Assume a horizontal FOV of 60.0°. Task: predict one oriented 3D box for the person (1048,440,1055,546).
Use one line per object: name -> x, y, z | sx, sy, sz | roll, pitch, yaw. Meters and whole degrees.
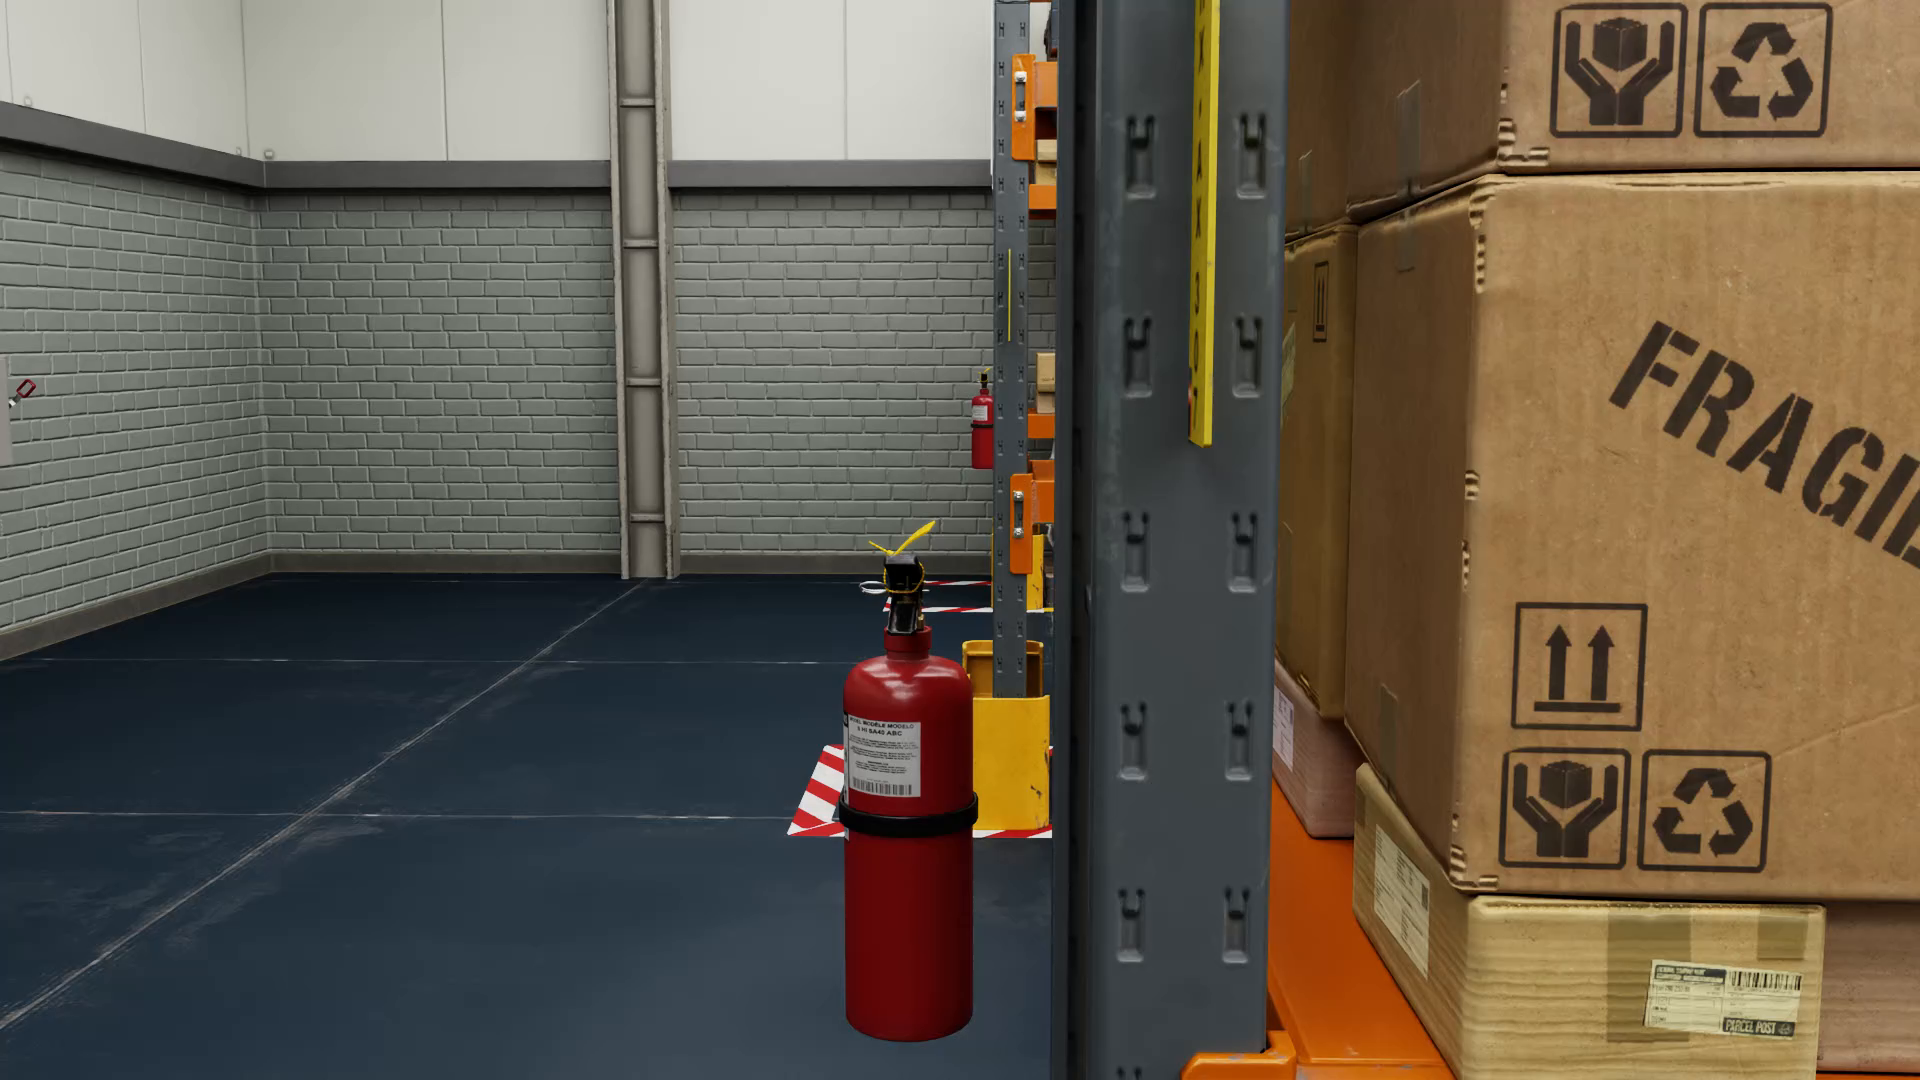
person -> 0.755, -0.089, 8.431 | 0.617, 1.774, 0.450 | 0, 7, 1
